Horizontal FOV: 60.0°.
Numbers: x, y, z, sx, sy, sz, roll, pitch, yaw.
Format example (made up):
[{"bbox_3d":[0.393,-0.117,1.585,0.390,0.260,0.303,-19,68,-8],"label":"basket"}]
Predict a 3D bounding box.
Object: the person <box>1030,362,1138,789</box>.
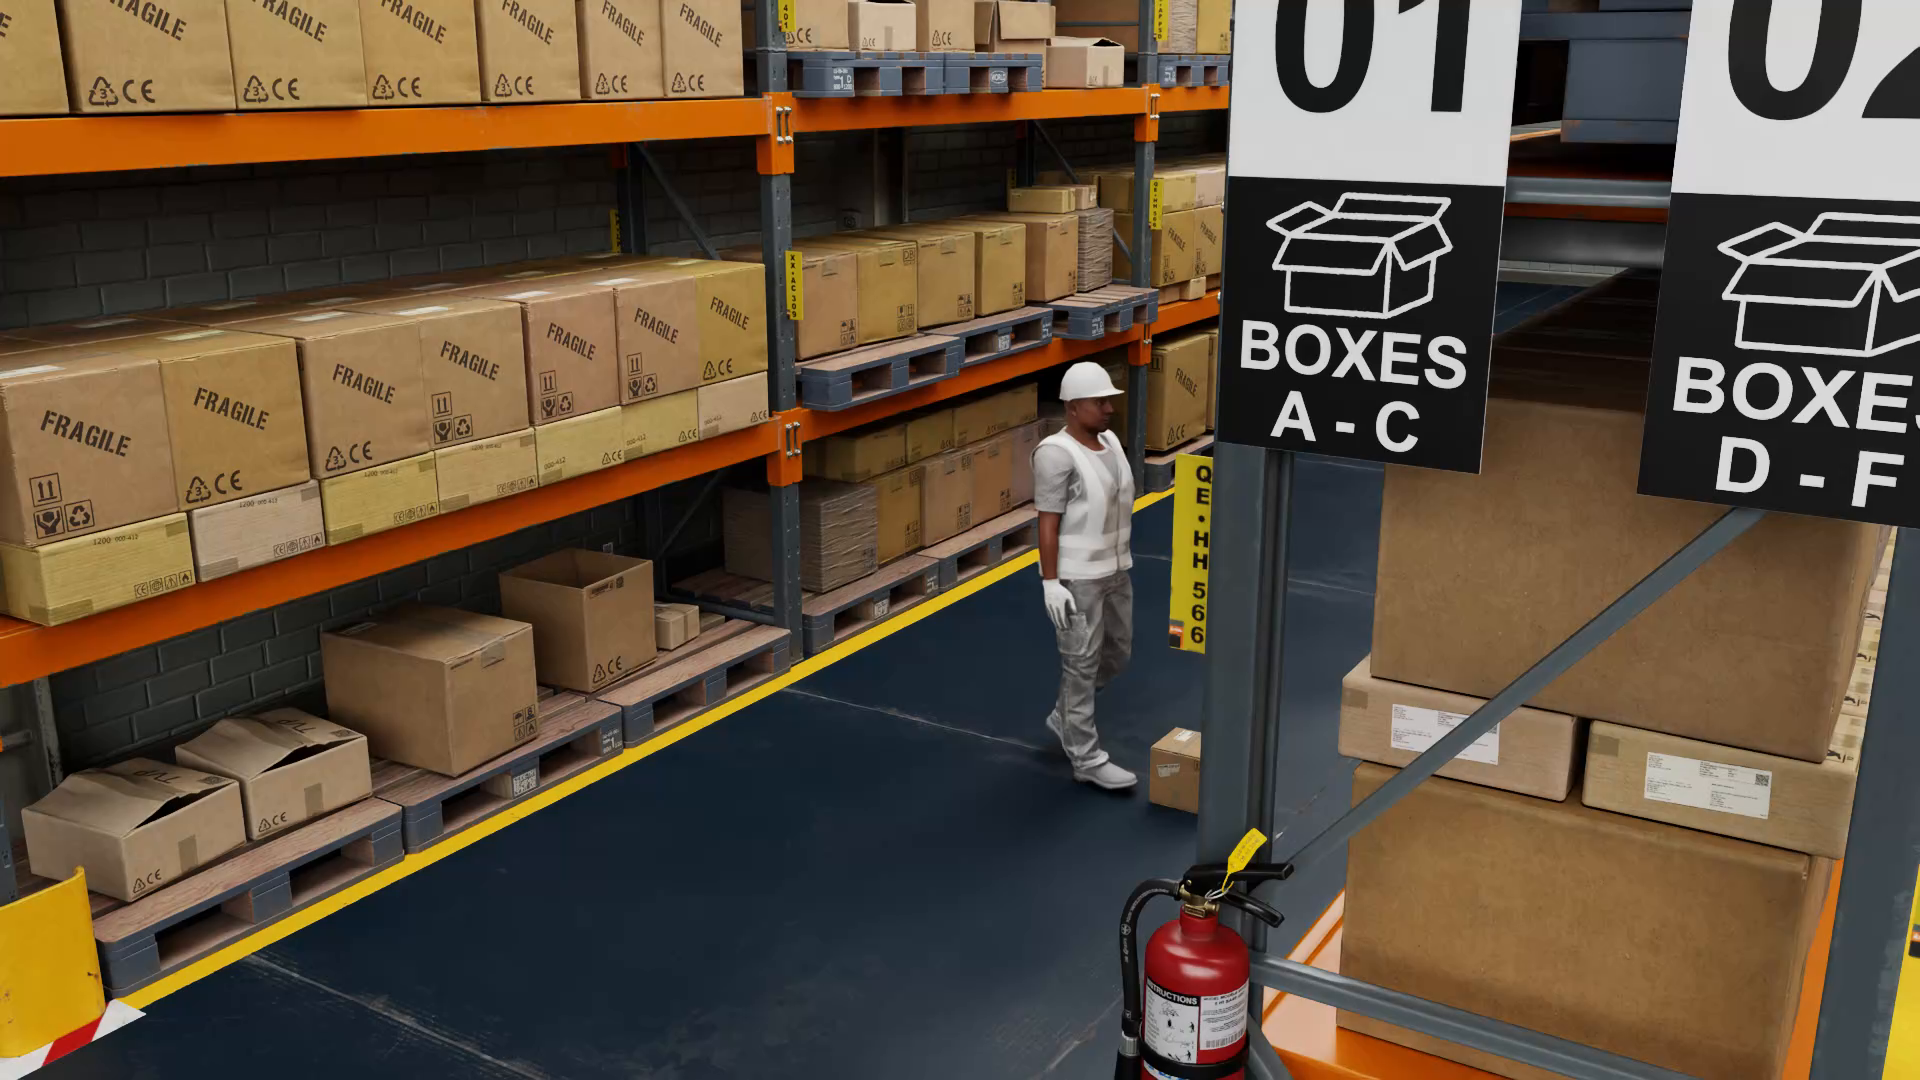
[{"bbox_3d":[0.529,0.152,6.955,0.600,1.794,0.589,12,20,35],"label":"person"}]
